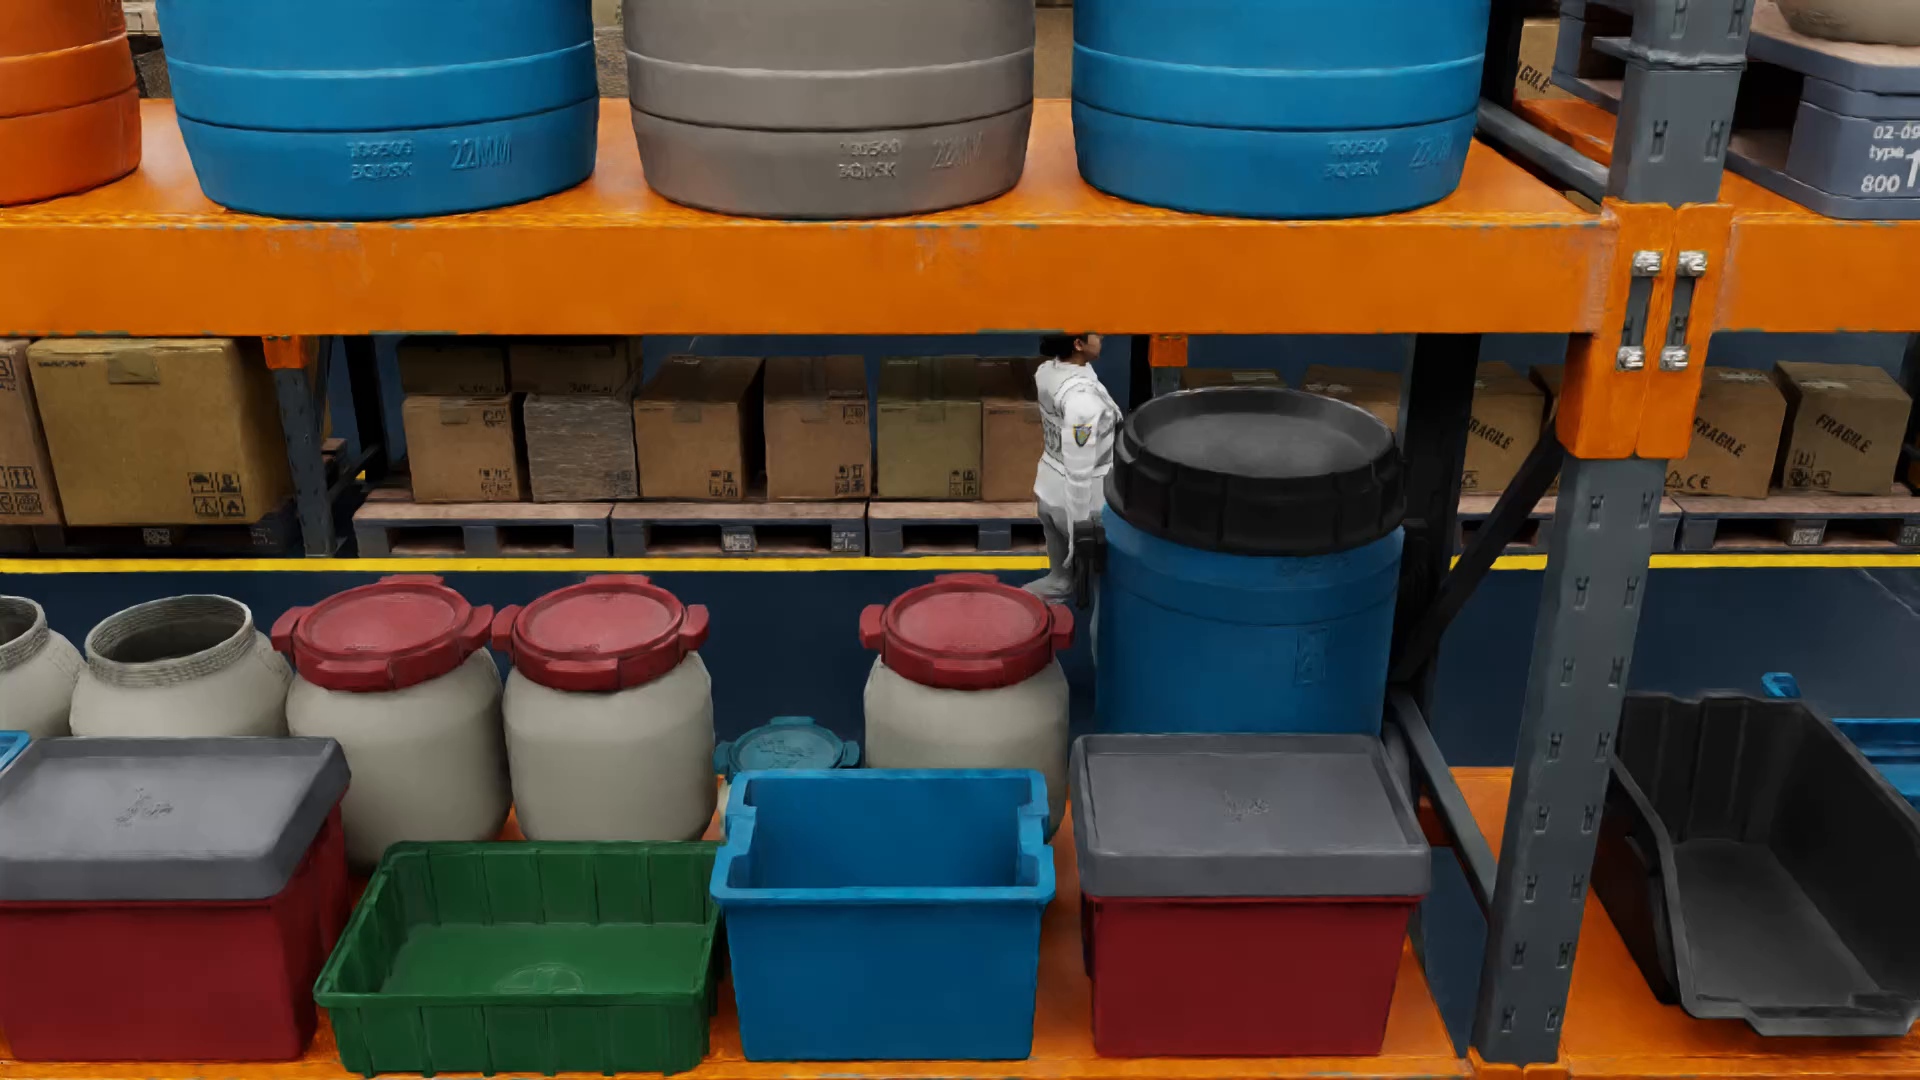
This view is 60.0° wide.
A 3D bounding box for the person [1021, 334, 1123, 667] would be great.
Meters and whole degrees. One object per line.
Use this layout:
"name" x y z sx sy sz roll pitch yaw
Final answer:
"person" 0.417 -0.139 6.375 0.810 1.665 0.482 -9 26 -19
